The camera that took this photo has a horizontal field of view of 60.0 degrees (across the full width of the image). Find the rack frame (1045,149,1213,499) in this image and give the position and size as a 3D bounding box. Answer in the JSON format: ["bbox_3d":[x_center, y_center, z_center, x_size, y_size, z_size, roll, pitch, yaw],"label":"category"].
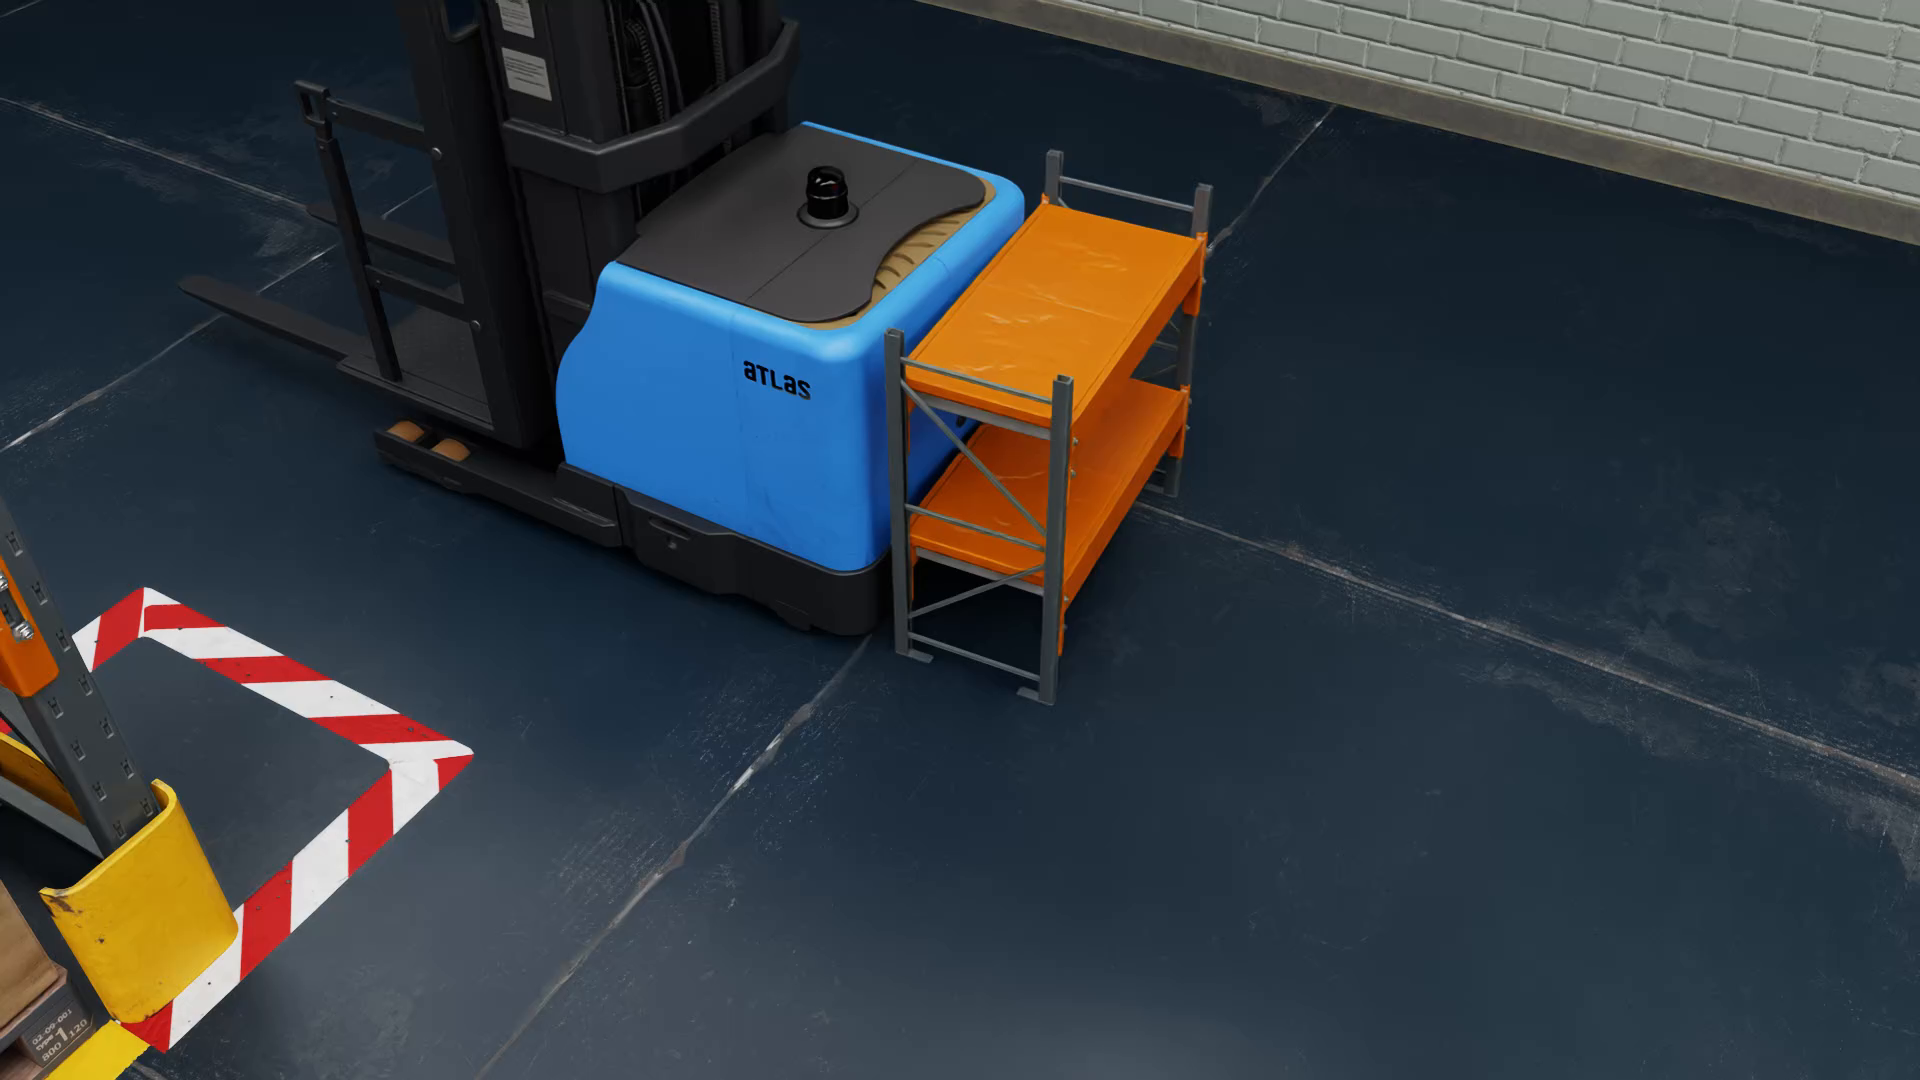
[{"bbox_3d":[0.481,-0.636,5.121,0.500,1.125,0.032,18,44,19],"label":"rack frame"}]

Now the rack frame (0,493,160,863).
[{"bbox_3d":[-2.327,-0.297,3.317,1.000,3.000,0.127,21,45,22],"label":"rack frame"}]

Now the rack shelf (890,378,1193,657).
[{"bbox_3d":[0.262,-0.149,4.938,0.538,0.278,1.000,18,44,19],"label":"rack shelf"}]

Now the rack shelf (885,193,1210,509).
[{"bbox_3d":[0.262,-0.552,4.583,0.538,0.278,1.000,18,44,19],"label":"rack shelf"}]

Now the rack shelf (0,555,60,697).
[{"bbox_3d":[-3.327,1.118,2.256,1.077,0.370,4.000,21,45,22],"label":"rack shelf"}]

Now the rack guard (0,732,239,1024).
[{"bbox_3d":[-2.365,0.685,4.094,1.175,0.500,0.348,21,45,22],"label":"rack guard"}]

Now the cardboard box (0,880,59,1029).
[{"bbox_3d":[-2.385,0.869,3.552,0.500,0.500,0.500,21,45,22],"label":"cardboard box"}]

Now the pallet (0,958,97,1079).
[{"bbox_3d":[-2.763,1.250,3.671,1.003,0.211,1.213,21,45,22],"label":"pallet"}]

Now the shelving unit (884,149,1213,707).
[{"bbox_3d":[0.262,-0.333,4.777,0.538,1.125,1.048,18,44,19],"label":"shelving unit"}]

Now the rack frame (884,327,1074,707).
[{"bbox_3d":[0.042,-0.030,4.432,0.500,1.125,0.032,18,44,19],"label":"rack frame"}]

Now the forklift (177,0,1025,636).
[{"bbox_3d":[-1.331,-1.543,4.784,3.031,2.935,1.130,21,45,22],"label":"forklift"}]
